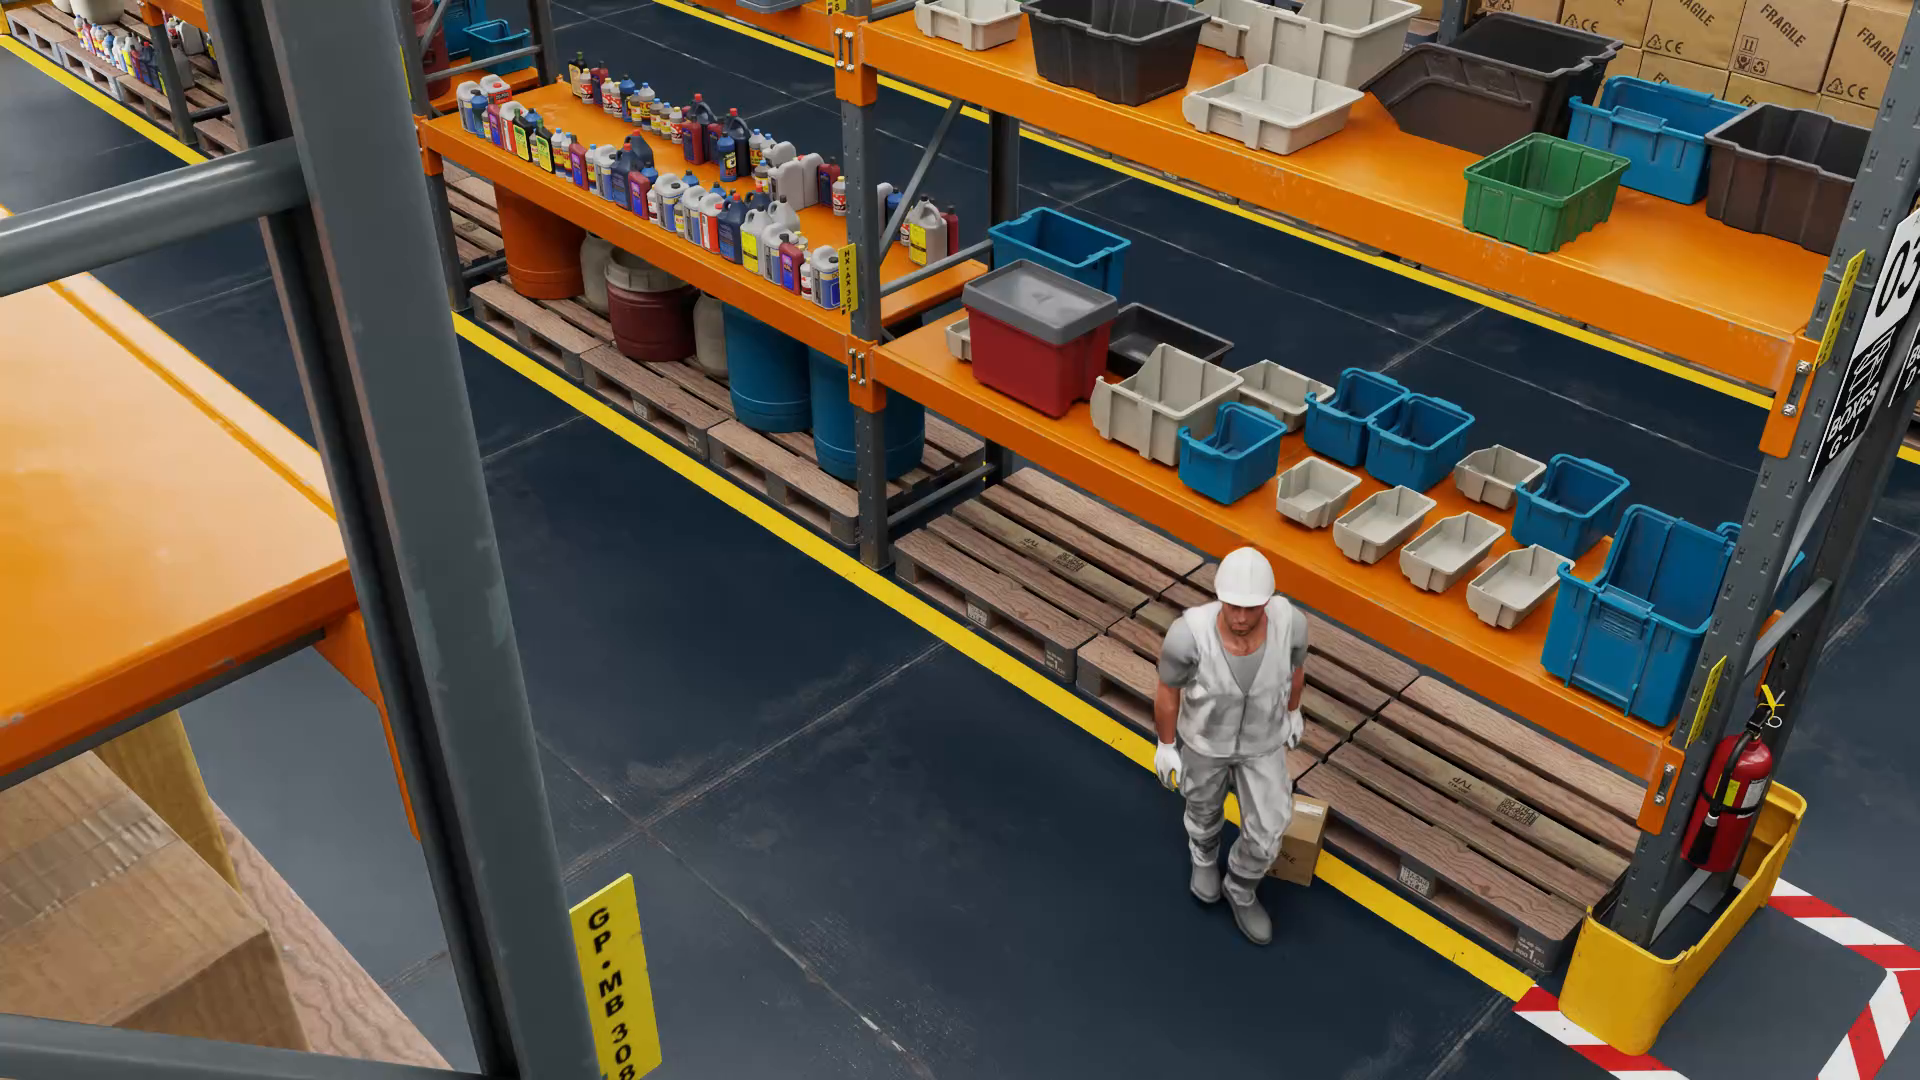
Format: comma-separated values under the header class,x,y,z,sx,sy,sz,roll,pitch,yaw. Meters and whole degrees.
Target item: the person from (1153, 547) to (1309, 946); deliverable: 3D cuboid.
class,x,y,z,sx,sy,sz,roll,pitch,yaw
person,0.986,0.720,6.086,0.578,1.783,0.544,1,35,2
